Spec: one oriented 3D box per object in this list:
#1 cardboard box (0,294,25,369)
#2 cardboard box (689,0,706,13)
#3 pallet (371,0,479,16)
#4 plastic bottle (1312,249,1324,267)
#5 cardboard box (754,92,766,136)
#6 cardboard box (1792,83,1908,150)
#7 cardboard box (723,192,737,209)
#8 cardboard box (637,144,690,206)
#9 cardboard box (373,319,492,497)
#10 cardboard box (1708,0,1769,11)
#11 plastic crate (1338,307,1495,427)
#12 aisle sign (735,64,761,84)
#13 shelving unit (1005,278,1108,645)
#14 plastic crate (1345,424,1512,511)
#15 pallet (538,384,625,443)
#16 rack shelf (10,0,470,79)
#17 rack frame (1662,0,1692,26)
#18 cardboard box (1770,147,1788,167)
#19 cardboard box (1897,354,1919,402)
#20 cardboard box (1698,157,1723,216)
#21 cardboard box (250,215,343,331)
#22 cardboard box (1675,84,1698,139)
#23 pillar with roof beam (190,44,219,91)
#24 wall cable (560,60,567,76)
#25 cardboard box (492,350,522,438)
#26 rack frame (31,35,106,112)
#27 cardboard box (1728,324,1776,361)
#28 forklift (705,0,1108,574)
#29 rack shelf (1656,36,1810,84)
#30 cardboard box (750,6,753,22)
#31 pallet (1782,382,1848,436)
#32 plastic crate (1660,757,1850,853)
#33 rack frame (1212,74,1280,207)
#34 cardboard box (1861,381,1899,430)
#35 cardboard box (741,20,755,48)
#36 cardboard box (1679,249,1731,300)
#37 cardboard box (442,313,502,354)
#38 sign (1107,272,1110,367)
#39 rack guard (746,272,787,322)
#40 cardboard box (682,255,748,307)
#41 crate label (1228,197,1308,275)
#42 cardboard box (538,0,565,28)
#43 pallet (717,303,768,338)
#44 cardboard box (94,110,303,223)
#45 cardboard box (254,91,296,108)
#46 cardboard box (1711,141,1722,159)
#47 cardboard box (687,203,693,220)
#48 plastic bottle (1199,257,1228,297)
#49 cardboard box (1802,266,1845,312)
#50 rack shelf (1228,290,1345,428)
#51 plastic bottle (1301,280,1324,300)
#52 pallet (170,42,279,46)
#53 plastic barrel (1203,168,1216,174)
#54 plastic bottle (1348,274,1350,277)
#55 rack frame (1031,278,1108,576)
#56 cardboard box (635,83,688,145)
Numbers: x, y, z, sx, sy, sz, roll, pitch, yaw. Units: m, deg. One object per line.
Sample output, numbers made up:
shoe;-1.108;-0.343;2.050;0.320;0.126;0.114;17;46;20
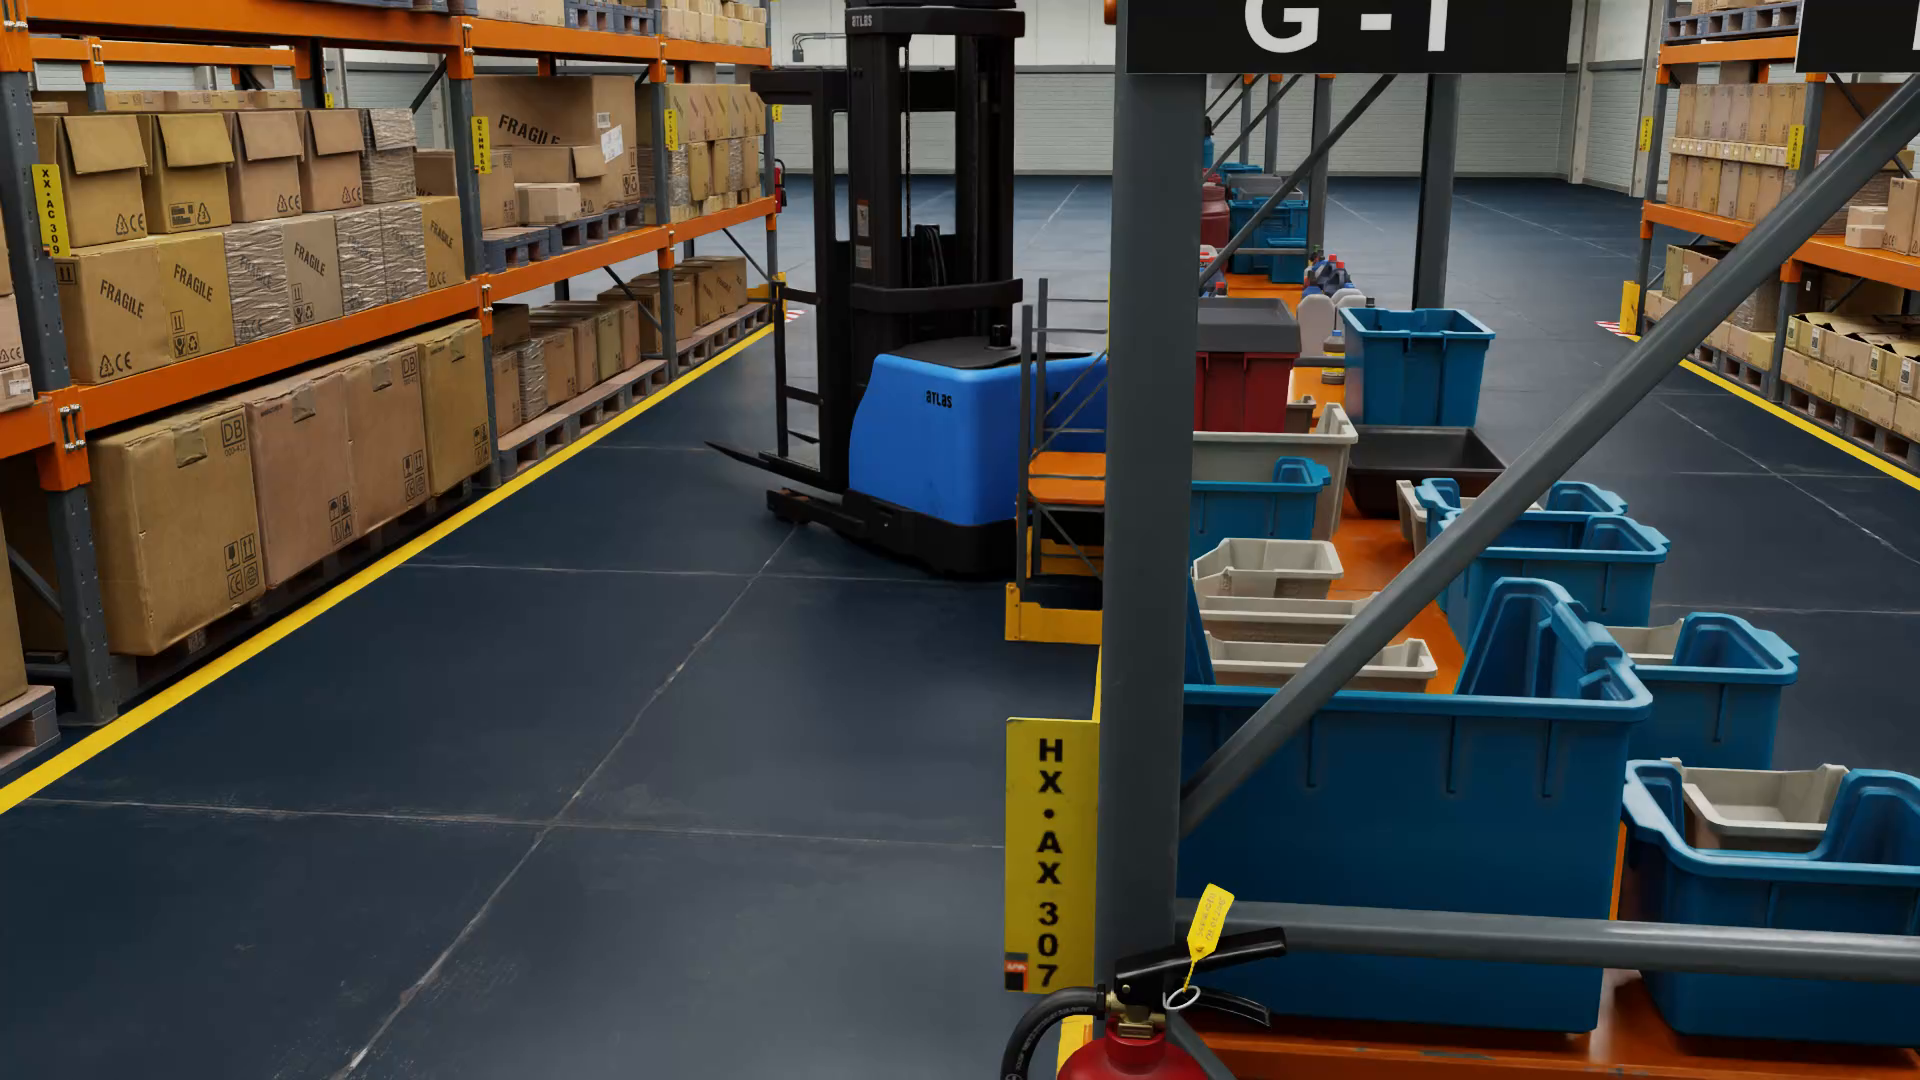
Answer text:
cardboard box;-3.611;-0.693;5.695;0.500;0.250;0.500;1;15;5
cardboard box;-2.461;-4.734;14.701;0.380;0.149;0.250;1;15;5
pallet;-3.391;-2.970;9.013;1.213;0.211;1.003;2;15;9
plastic bottle;1.903;-1.402;8.823;0.061;0.283;0.133;2;15;6
cardboard box;-2.284;-4.381;16.940;0.500;0.500;0.500;2;15;6
cardboard box;6.967;-3.316;13.001;0.700;0.500;0.500;2;15;7
cardboard box;-2.360;-3.263;15.963;0.380;0.149;0.250;2;15;6
cardboard box;-2.807;-3.126;14.213;0.875;0.500;0.500;2;15;6
cardboard box;-3.469;-0.780;9.566;1.225;0.875;0.875;1;15;4
cardboard box;6.916;-4.907;14.553;0.500;0.500;0.500;2;15;6
plastic crate;1.386;-0.488;5.136;0.392;0.384;0.575;2;15;6
aisle sign;-2.163;-5.118;17.364;0.394;0.787;0.004;2;15;6
shelving unit;0.563;-0.401;7.743;0.587;1.500;1.083;2;16;6
plastic crate;1.240;-0.196;4.552;0.437;0.125;0.590;2;15;6
pallet;-3.141;-0.953;12.284;1.003;0.211;1.213;2;15;6
rack shelf;-3.596;-2.363;7.787;1.077;0.370;4.000;2;15;6
rack frame;7.375;-6.459;15.811;1.000;3.000;0.127;2;15;6
cardboard box;6.798;-3.096;13.432;0.380;0.149;0.250;1;15;5
cardboard box;6.398;-1.044;10.664;0.500;0.311;0.500;2;15;6
cardboard box;7.193;-3.226;15.155;0.700;0.500;0.500;2;15;7
cardboard box;-3.356;-1.298;8.026;0.500;0.500;0.500;2;15;7
cardboard box;7.303;-4.104;15.914;0.700;0.500;0.500;2;15;6
pillar with roof beam;-11.913;-11.577;34.736;9.100;9.000;0.400;2;15;6
wall cable;-13.190;-14.042;49.802;3.097;2.526;0.112;2;15;6
cardboard box;-3.315;-0.961;10.917;0.700;0.500;0.500;1;15;3
rack frame;-7.836;-2.991;14.477;1.000;3.000;0.127;2;15;6
cardboard box;6.825;-1.658;14.008;0.500;0.250;0.500;2;15;6
forklift;-0.462;-1.570;9.351;1.130;2.935;3.031;-11;19;-35
rack shelf;7.149;-4.145;14.378;1.077;0.370;4.000;2;15;6
cardboard box;-2.257;-5.205;16.441;0.380;0.149;0.250;1;15;4
pallet;6.879;-0.988;12.410;1.003;0.211;1.213;2;15;6
plastic crate;1.121;0.403;2.317;0.250;0.136;0.298;2;15;6
rack frame;2.002;-2.673;13.300;1.000;3.000;0.127;2;15;6
cardboard box;6.459;-0.905;11.226;0.500;0.250;0.500;2;15;7
cardboard box;-2.323;-4.970;16.335;0.500;0.250;0.500;2;15;7
cardboard box;6.995;-2.409;15.349;0.500;0.500;0.500;2;15;6
cardboard box;-3.325;-1.324;10.820;0.500;0.250;0.500;2;15;9
sign;0.553;-0.748;5.653;0.100;0.325;0.005;2;15;6
rack guard;-2.476;-2.630;17.930;1.175;0.500;0.348;2;15;6
cardboard box;-2.555;-2.691;17.351;0.500;0.500;0.500;5;16;17
crate label;1.932;-1.902;10.383;0.502;0.435;0.616;2;15;6
cardboard box;-2.958;-3.538;11.041;0.500;0.250;0.500;2;15;7
pallet;-2.603;-2.281;17.192;1.003;0.211;1.213;2;15;6
cardboard box;-3.615;-1.782;7.891;0.797;0.503;0.637;2;15;8
cardboard box;-7.436;-4.382;17.264;0.875;0.550;0.550;2;15;6
cardboard box;6.973;-3.495;14.908;0.380;0.149;0.250;2;15;6
cardboard box;-2.554;-2.875;14.527;0.380;0.149;0.250;2;15;6
plastic bottle;1.169;-1.138;7.720;0.144;0.351;0.185;2;15;6
cardboard box;7.335;-2.004;13.855;0.500;0.500;0.500;2;15;6
rack shelf;1.325;-0.769;7.639;1.077;0.370;4.000;2;15;6
plastic bottle;1.580;-1.029;7.468;0.097;0.271;0.097;0;15;0
pallet;-7.458;-5.241;17.221;1.003;0.211;1.213;2;15;6
plastic barrel;1.676;-2.497;12.389;0.433;0.535;0.433;0;15;0
plastic bottle;1.764;-1.083;7.643;0.061;0.283;0.133;2;15;6
rack frame;0.622;-0.537;8.239;0.500;1.500;0.032;2;16;6
cardboard box;-2.616;-3.603;14.061;0.500;0.500;0.500;2;15;6
